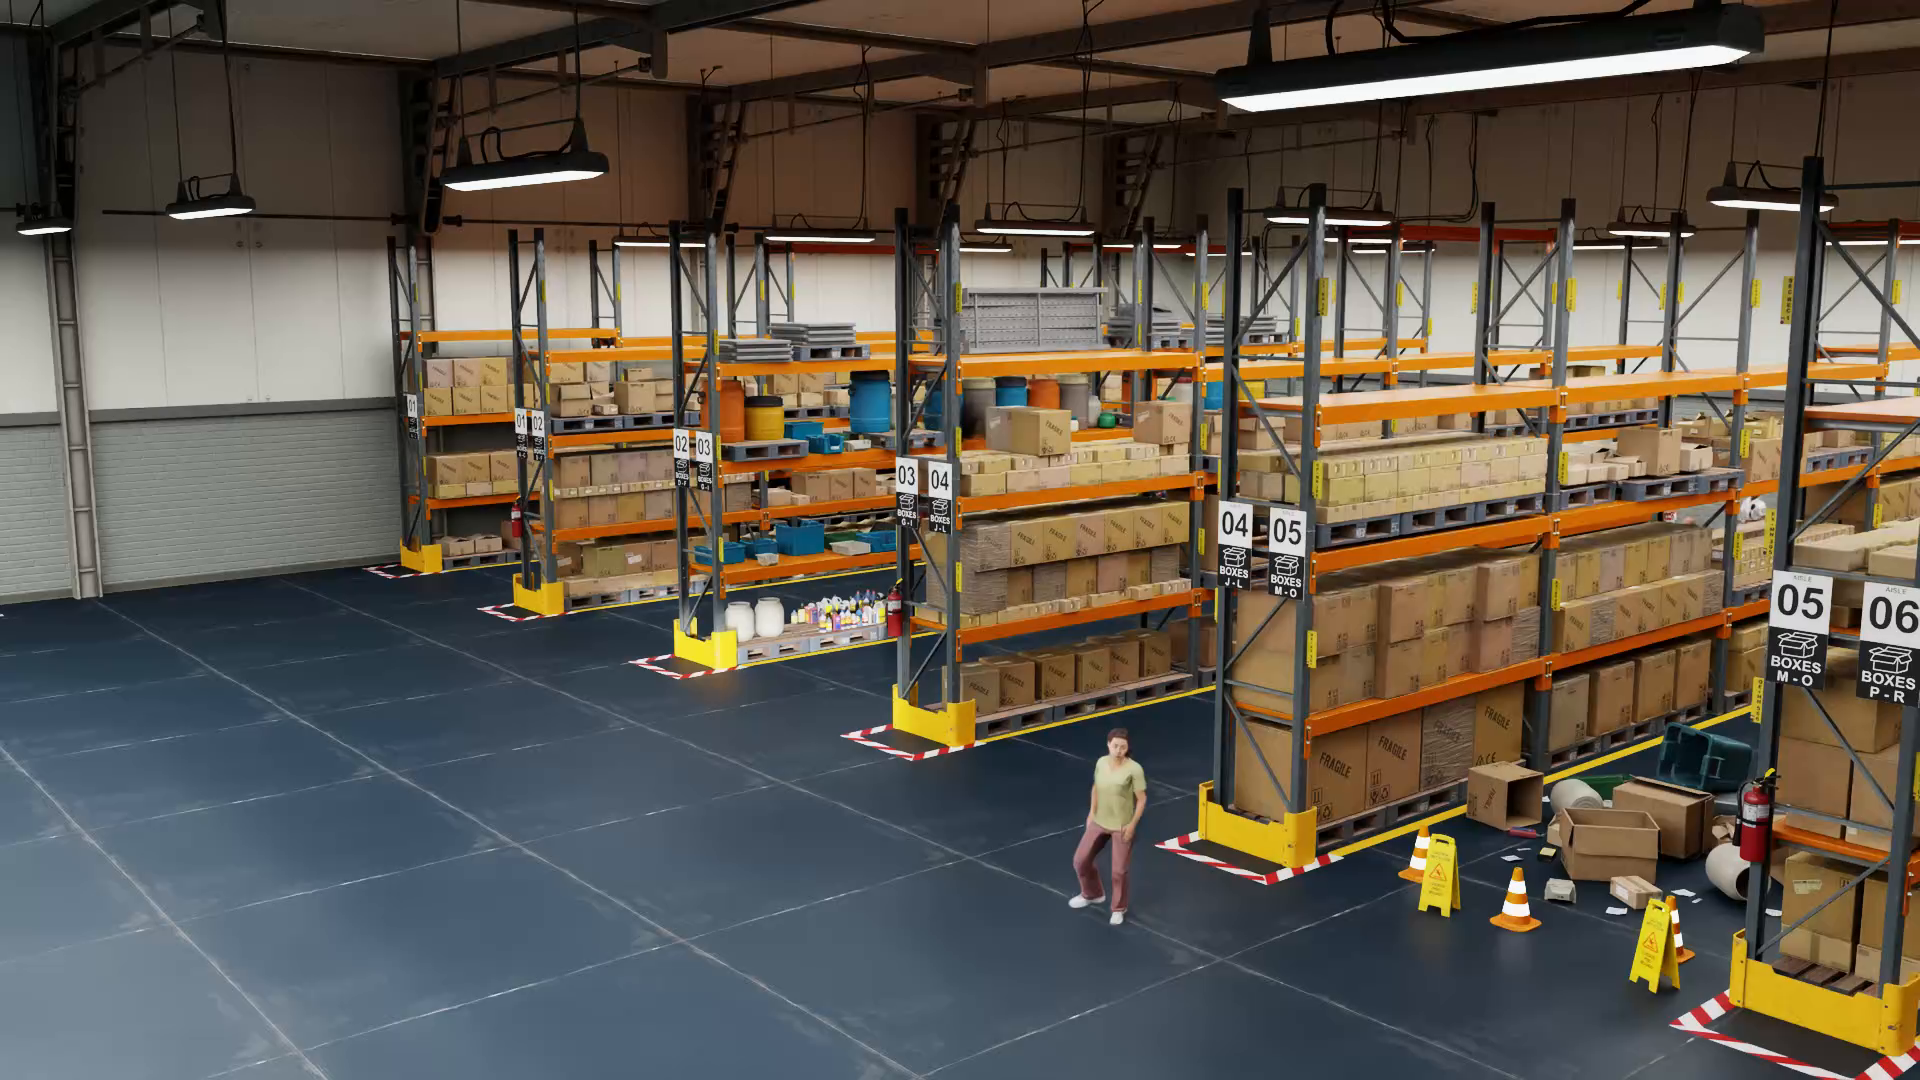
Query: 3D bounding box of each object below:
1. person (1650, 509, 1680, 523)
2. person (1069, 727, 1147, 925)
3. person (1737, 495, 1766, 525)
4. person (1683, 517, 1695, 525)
[{"bbox_3d":[12.799,-0.342,30.297,0.654,1.738,0.529,-1,9,-8],"label":"person"},{"bbox_3d":[1.177,2.313,13.470,0.713,1.663,0.548,5,10,28],"label":"person"},{"bbox_3d":[14.034,-0.184,29.510,0.897,1.645,0.624,-4,10,-25],"label":"person"},{"bbox_3d":[11.601,0.372,26.190,1.094,1.550,0.681,-6,10,-33],"label":"person"}]
